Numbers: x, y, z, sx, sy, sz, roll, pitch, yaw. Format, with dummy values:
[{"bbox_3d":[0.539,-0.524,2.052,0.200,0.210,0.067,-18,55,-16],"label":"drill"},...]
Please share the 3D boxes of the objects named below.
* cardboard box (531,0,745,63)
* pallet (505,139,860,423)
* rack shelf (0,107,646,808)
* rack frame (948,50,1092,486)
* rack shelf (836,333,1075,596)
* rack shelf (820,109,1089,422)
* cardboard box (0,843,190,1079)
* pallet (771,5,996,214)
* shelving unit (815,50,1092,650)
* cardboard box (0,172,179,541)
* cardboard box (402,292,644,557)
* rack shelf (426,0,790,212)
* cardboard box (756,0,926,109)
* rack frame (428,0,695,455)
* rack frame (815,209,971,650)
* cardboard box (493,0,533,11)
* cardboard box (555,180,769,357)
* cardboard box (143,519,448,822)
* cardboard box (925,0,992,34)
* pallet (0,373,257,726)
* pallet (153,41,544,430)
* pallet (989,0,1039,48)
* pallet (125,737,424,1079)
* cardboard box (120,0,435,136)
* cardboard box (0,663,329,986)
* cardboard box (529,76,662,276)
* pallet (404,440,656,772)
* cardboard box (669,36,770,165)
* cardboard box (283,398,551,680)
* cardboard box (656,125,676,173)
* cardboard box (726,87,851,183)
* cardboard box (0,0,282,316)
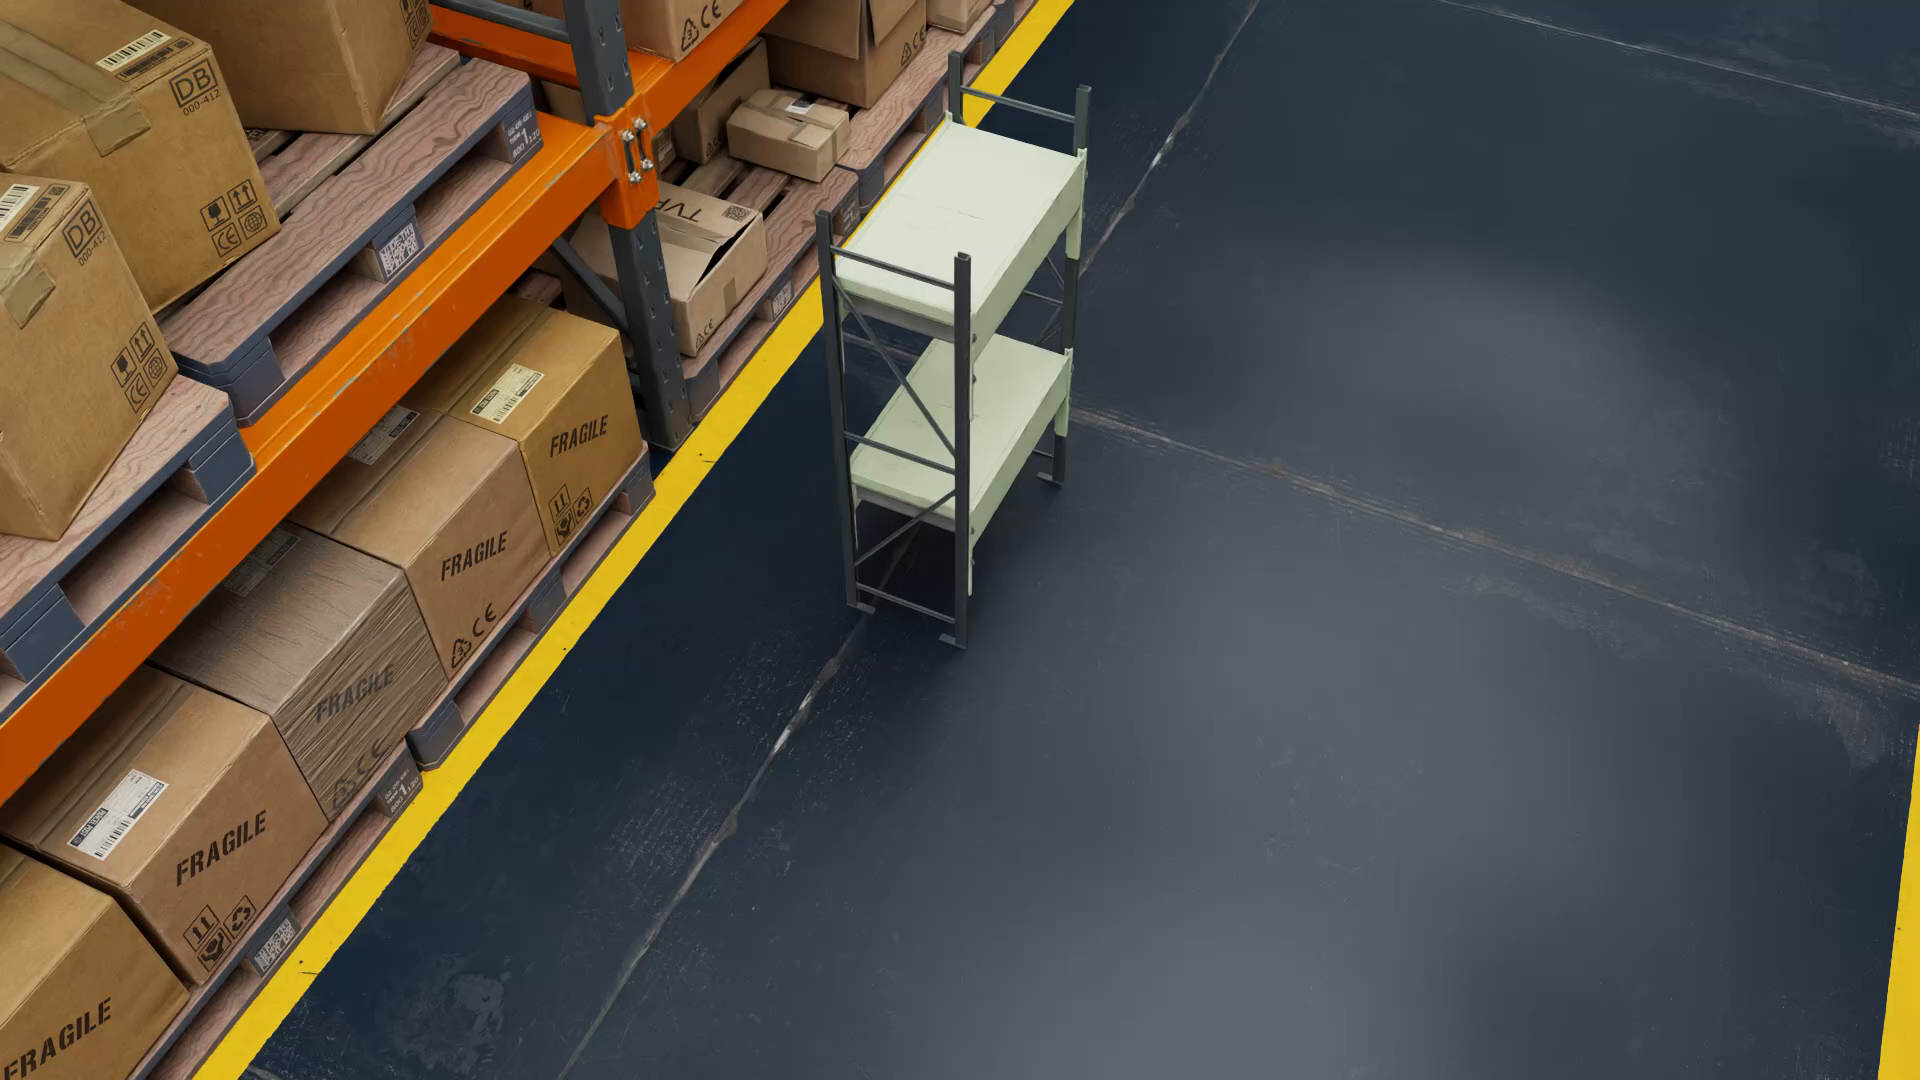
[{"bbox_3d":[-0.902,-1.754,4.707,0.500,0.500,0.500,21,53,17],"label":"cardboard box"},{"bbox_3d":[-1.072,-1.028,5.986,1.003,0.211,1.213,20,52,16],"label":"pallet"},{"bbox_3d":[-2.221,0.151,3.624,1.077,0.370,4.000,20,52,16],"label":"rack shelf"},{"bbox_3d":[0.154,-0.733,4.889,0.400,1.500,0.023,20,52,16],"label":"rack frame"},{"bbox_3d":[-0.003,-0.270,4.923,0.431,0.370,0.720,20,52,16],"label":"rack shelf"},{"bbox_3d":[-0.003,-0.734,4.378,0.431,0.370,0.720,20,52,16],"label":"rack shelf"},{"bbox_3d":[-2.185,1.036,3.751,0.500,0.500,0.500,19,52,16],"label":"cardboard box"},{"bbox_3d":[-0.552,-1.871,6.704,1.003,0.211,1.213,20,52,16],"label":"pallet"},{"bbox_3d":[-0.003,-0.481,4.675,0.431,1.500,0.755,20,52,16],"label":"shelving unit"},{"bbox_3d":[-2.066,-0.391,3.272,0.700,0.500,0.500,8,50,7],"label":"cardboard box"},{"bbox_3d":[-1.318,-0.359,4.938,0.500,0.500,0.500,20,52,16],"label":"cardboard box"},{"bbox_3d":[-0.512,-2.603,5.968,1.077,0.370,4.000,20,52,16],"label":"rack shelf"},{"bbox_3d":[-0.569,-2.088,6.408,0.797,0.503,0.637,20,52,16],"label":"cardboard box"},{"bbox_3d":[-1.367,-1.459,4.522,1.000,3.000,0.127,20,52,16],"label":"rack frame"},{"bbox_3d":[-0.159,-0.229,4.460,0.400,1.500,0.023,20,52,16],"label":"rack frame"},{"bbox_3d":[-1.385,-1.919,4.848,0.500,0.500,0.500,21,53,17],"label":"cardboard box"},{"bbox_3d":[-0.992,-0.949,5.565,0.500,0.311,0.500,20,52,16],"label":"cardboard box"},{"bbox_3d":[-1.752,0.324,4.357,0.500,0.500,0.500,20,53,17],"label":"cardboard box"},{"bbox_3d":[-0.100,-2.366,6.810,0.500,0.250,0.500,20,52,16],"label":"cardboard box"},{"bbox_3d":[-2.249,0.017,3.392,1.003,0.211,1.213,20,52,16],"label":"pallet"},{"bbox_3d":[-1.807,-0.882,4.157,1.003,0.211,1.213,20,52,16],"label":"pallet"},{"bbox_3d":[-0.030,-2.708,7.416,1.003,0.211,1.213,20,52,16],"label":"pallet"},{"bbox_3d":[-2.200,0.860,4.380,1.003,0.211,1.213,20,52,16],"label":"pallet"},{"bbox_3d":[-1.771,-1.374,4.108,0.700,0.500,0.500,4,50,4],"label":"cardboard box"},{"bbox_3d":[-1.967,0.675,4.058,0.500,0.500,0.500,18,52,15],"label":"cardboard box"},{"bbox_3d":[-1.380,-1.276,5.719,0.500,0.500,0.500,20,52,16],"label":"cardboard box"},{"bbox_3d":[-1.680,0.017,5.097,1.003,0.211,1.213,20,52,16],"label":"pallet"},{"bbox_3d":[-1.059,-1.731,6.230,0.500,0.311,0.500,20,52,16],"label":"cardboard box"},{"bbox_3d":[-1.537,-0.021,4.651,0.500,0.500,0.500,20,52,16],"label":"cardboard box"},{"bbox_3d":[-1.274,-1.440,6.089,0.380,0.149,0.250,20,52,16],"label":"cardboard box"},{"bbox_3d":[-0.631,-1.501,6.129,0.380,0.166,0.250,20,52,16],"label":"cardboard box"},{"bbox_3d":[-2.008,-0.880,3.688,0.700,0.500,0.500,28,55,22],"label":"cardboard box"}]
